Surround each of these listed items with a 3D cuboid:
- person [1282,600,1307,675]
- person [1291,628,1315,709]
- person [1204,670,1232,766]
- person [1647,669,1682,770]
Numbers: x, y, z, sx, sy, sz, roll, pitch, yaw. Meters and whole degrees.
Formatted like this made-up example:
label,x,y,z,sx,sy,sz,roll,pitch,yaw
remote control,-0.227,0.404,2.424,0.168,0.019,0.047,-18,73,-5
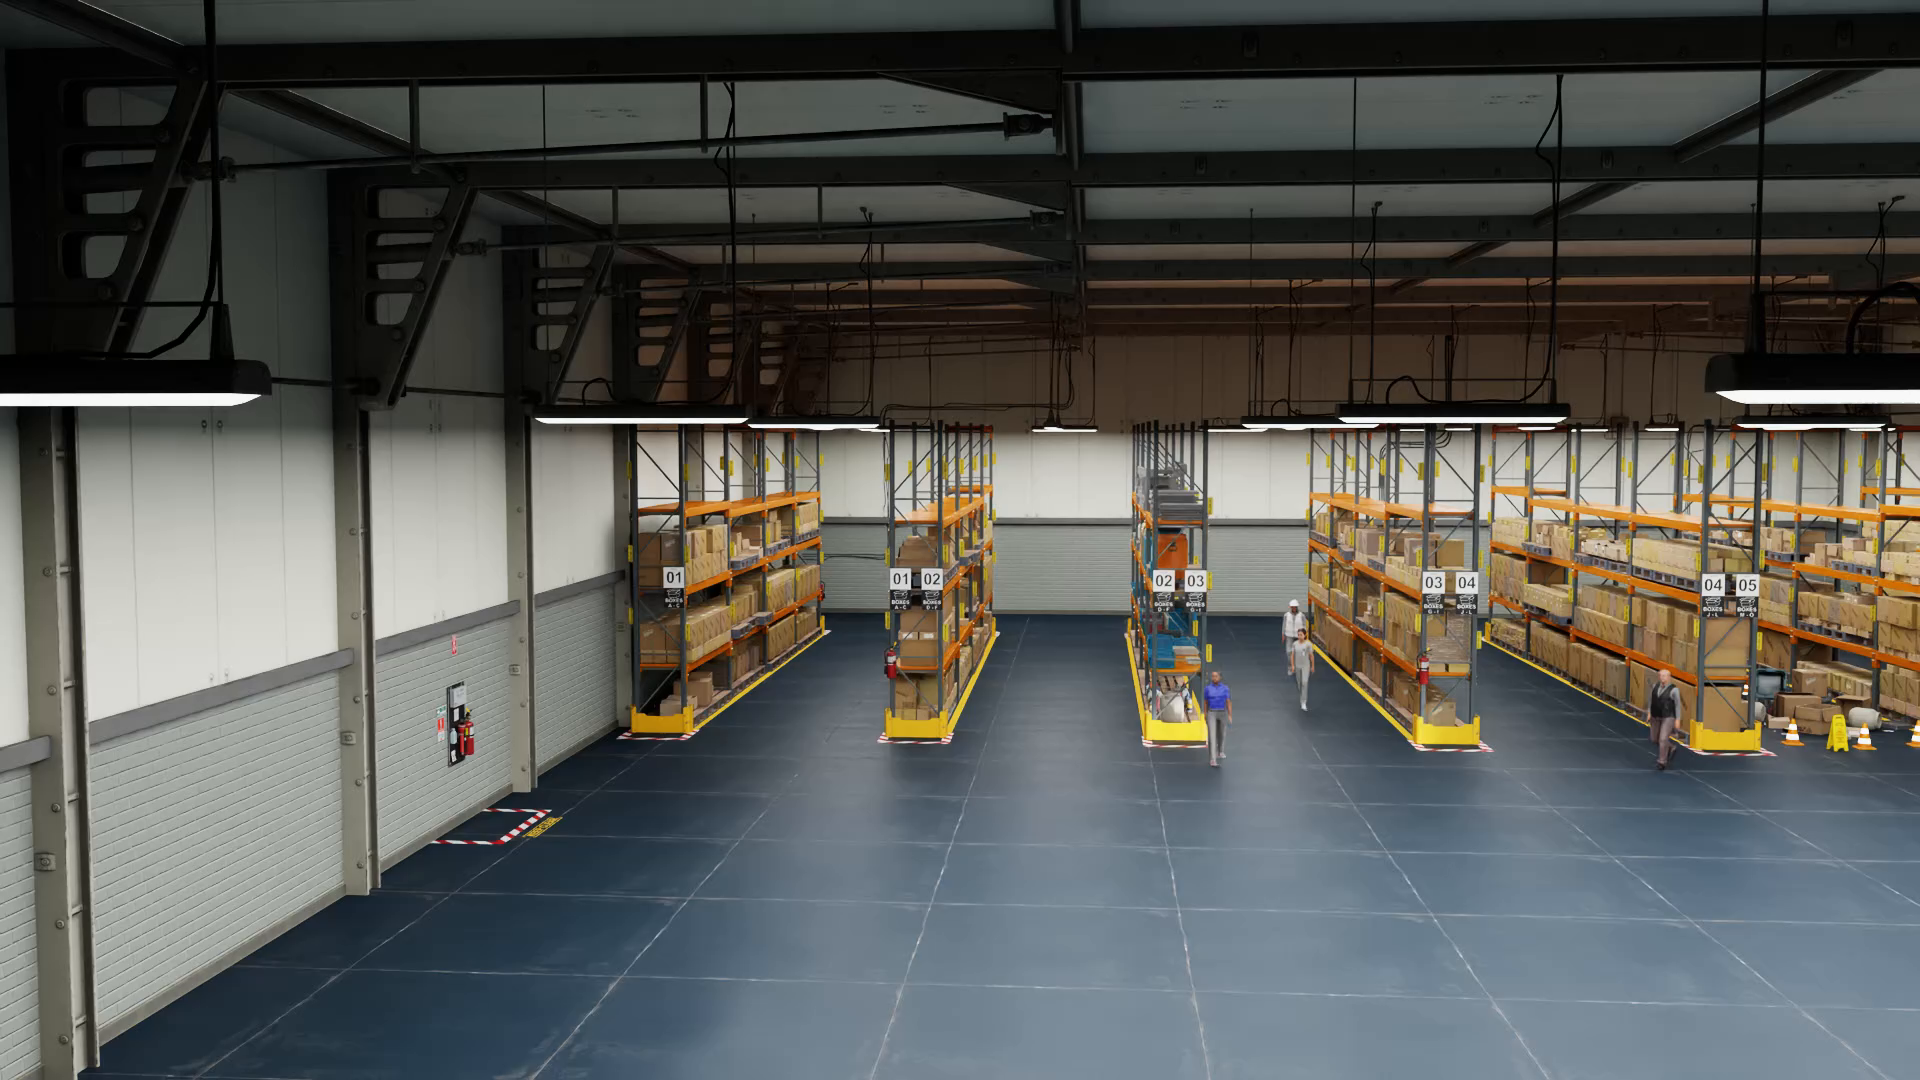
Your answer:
label,x,y,z,sx,sy,sz,roll,pitch,yaw
person,8.018,2.328,39.848,0.591,1.797,0.632,1,4,15
person,7.161,2.672,34.867,0.504,1.638,0.871,2,4,32
person,4.487,3.064,28.932,0.474,1.607,0.948,0,4,5
person,12.107,3.060,28.580,0.883,1.697,0.567,-2,4,-32
